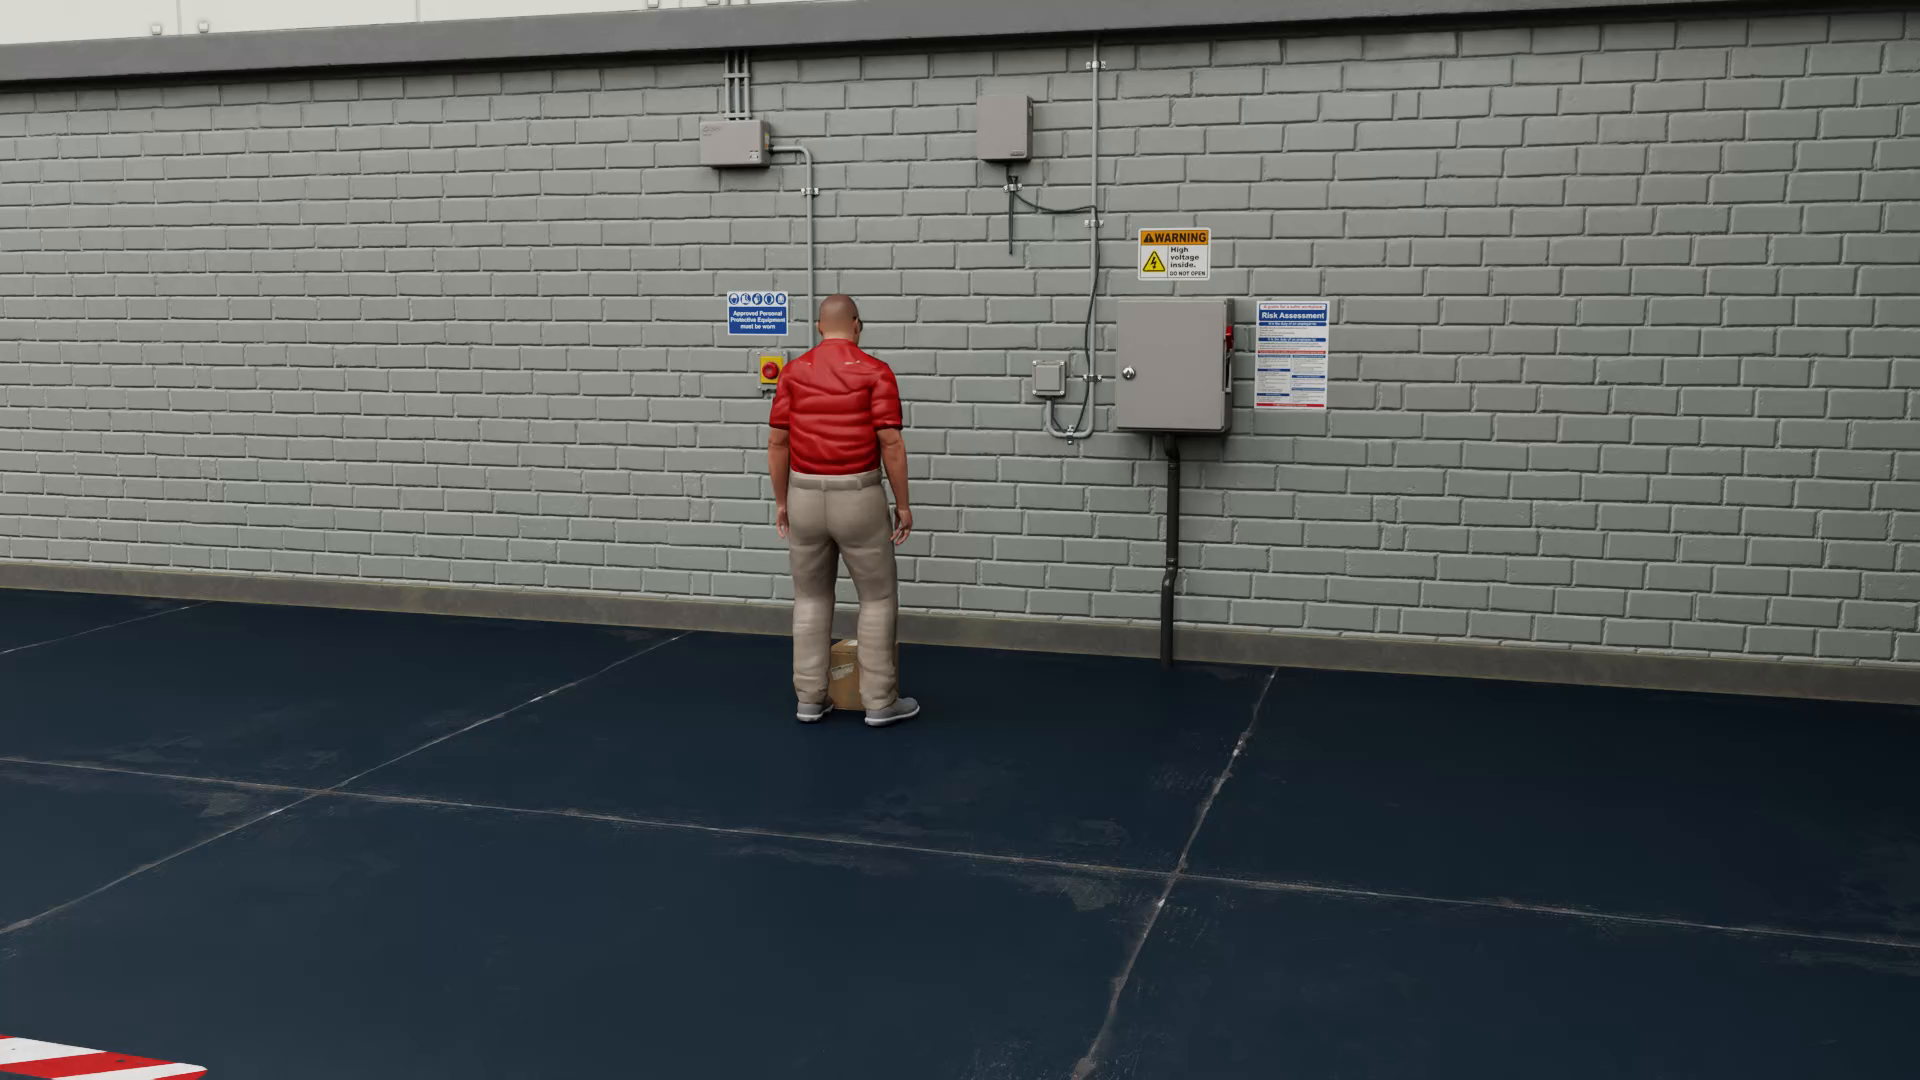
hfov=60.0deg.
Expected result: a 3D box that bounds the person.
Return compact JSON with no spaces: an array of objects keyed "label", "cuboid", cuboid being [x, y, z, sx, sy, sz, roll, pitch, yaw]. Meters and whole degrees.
[{"label":"person","cuboid":[-0.482,-0.123,6.722,0.587,1.726,0.389,2,9,16]}]
